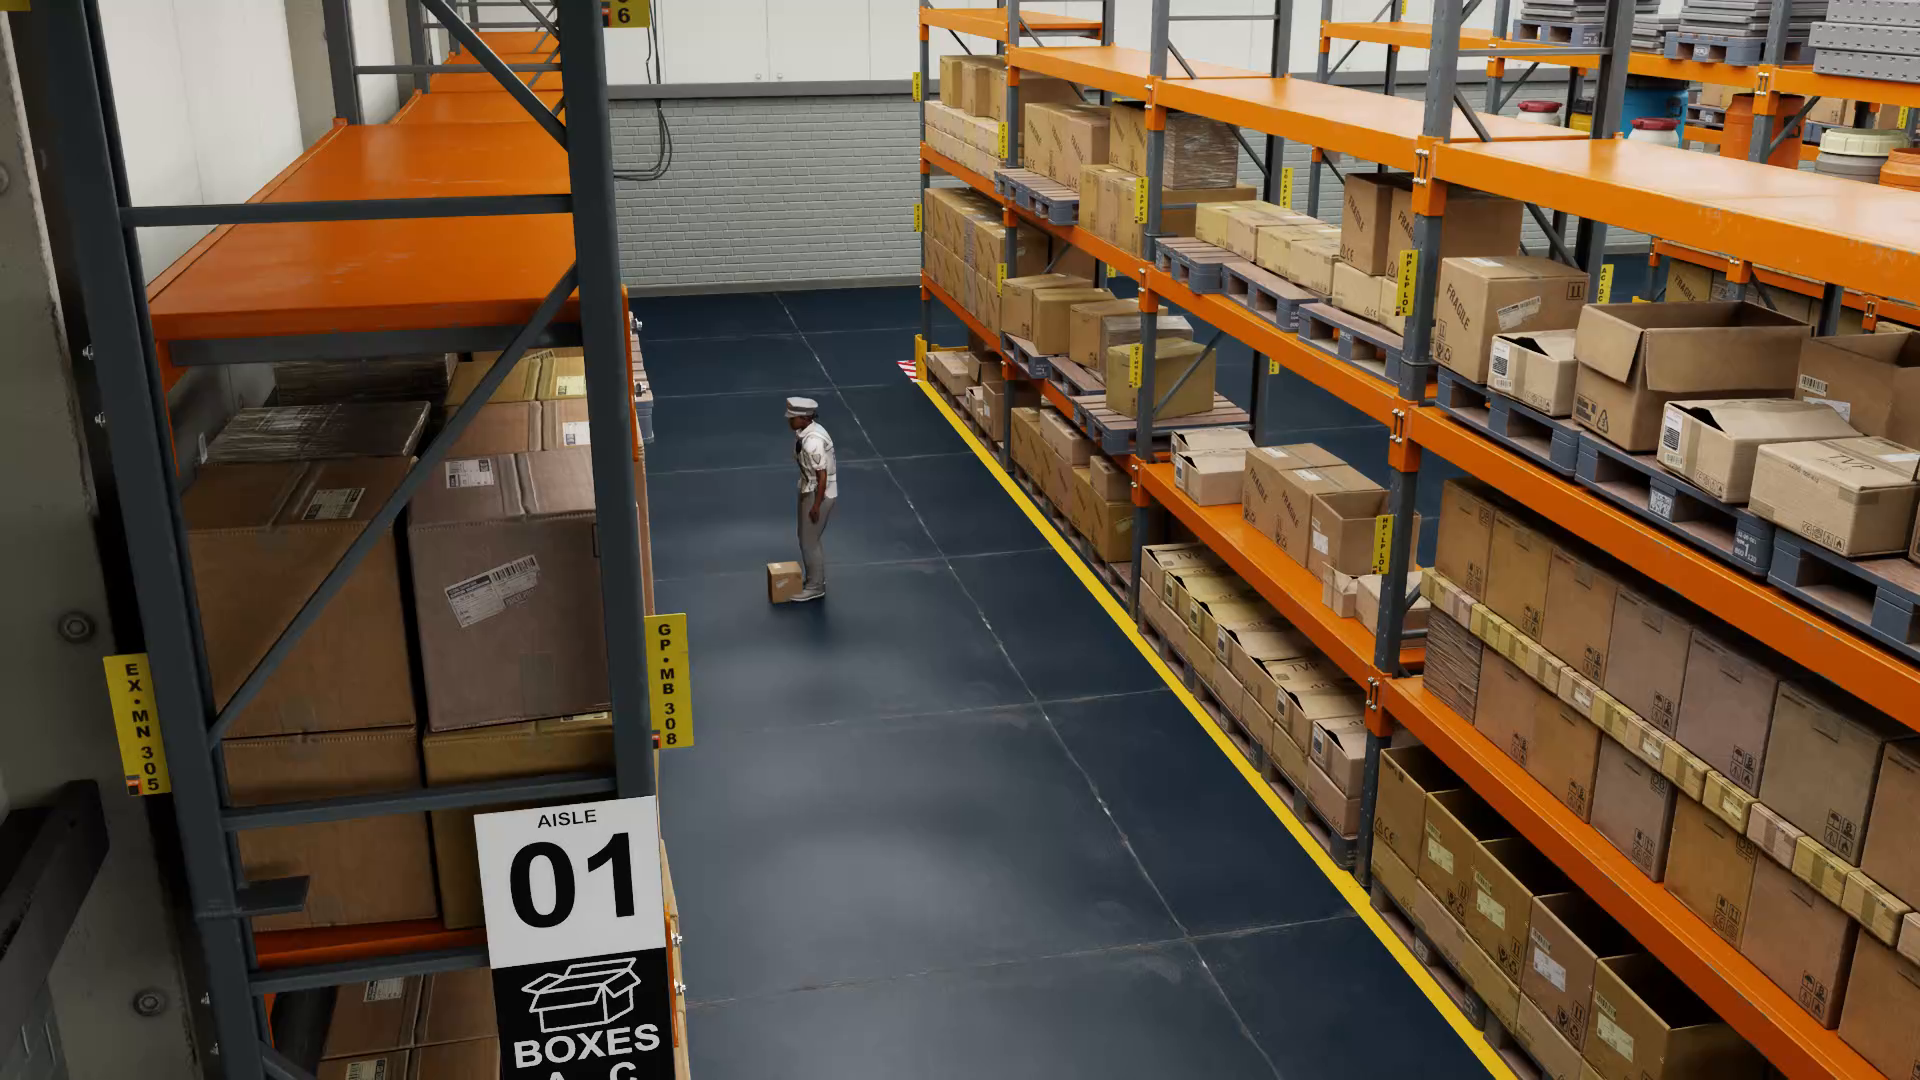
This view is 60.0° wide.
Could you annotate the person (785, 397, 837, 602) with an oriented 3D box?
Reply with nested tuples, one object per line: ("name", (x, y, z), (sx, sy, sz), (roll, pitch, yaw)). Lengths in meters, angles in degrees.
("person", (-1.204, -0.340, 13.297), (0.428, 1.657, 0.530), (-6, 21, -16))
